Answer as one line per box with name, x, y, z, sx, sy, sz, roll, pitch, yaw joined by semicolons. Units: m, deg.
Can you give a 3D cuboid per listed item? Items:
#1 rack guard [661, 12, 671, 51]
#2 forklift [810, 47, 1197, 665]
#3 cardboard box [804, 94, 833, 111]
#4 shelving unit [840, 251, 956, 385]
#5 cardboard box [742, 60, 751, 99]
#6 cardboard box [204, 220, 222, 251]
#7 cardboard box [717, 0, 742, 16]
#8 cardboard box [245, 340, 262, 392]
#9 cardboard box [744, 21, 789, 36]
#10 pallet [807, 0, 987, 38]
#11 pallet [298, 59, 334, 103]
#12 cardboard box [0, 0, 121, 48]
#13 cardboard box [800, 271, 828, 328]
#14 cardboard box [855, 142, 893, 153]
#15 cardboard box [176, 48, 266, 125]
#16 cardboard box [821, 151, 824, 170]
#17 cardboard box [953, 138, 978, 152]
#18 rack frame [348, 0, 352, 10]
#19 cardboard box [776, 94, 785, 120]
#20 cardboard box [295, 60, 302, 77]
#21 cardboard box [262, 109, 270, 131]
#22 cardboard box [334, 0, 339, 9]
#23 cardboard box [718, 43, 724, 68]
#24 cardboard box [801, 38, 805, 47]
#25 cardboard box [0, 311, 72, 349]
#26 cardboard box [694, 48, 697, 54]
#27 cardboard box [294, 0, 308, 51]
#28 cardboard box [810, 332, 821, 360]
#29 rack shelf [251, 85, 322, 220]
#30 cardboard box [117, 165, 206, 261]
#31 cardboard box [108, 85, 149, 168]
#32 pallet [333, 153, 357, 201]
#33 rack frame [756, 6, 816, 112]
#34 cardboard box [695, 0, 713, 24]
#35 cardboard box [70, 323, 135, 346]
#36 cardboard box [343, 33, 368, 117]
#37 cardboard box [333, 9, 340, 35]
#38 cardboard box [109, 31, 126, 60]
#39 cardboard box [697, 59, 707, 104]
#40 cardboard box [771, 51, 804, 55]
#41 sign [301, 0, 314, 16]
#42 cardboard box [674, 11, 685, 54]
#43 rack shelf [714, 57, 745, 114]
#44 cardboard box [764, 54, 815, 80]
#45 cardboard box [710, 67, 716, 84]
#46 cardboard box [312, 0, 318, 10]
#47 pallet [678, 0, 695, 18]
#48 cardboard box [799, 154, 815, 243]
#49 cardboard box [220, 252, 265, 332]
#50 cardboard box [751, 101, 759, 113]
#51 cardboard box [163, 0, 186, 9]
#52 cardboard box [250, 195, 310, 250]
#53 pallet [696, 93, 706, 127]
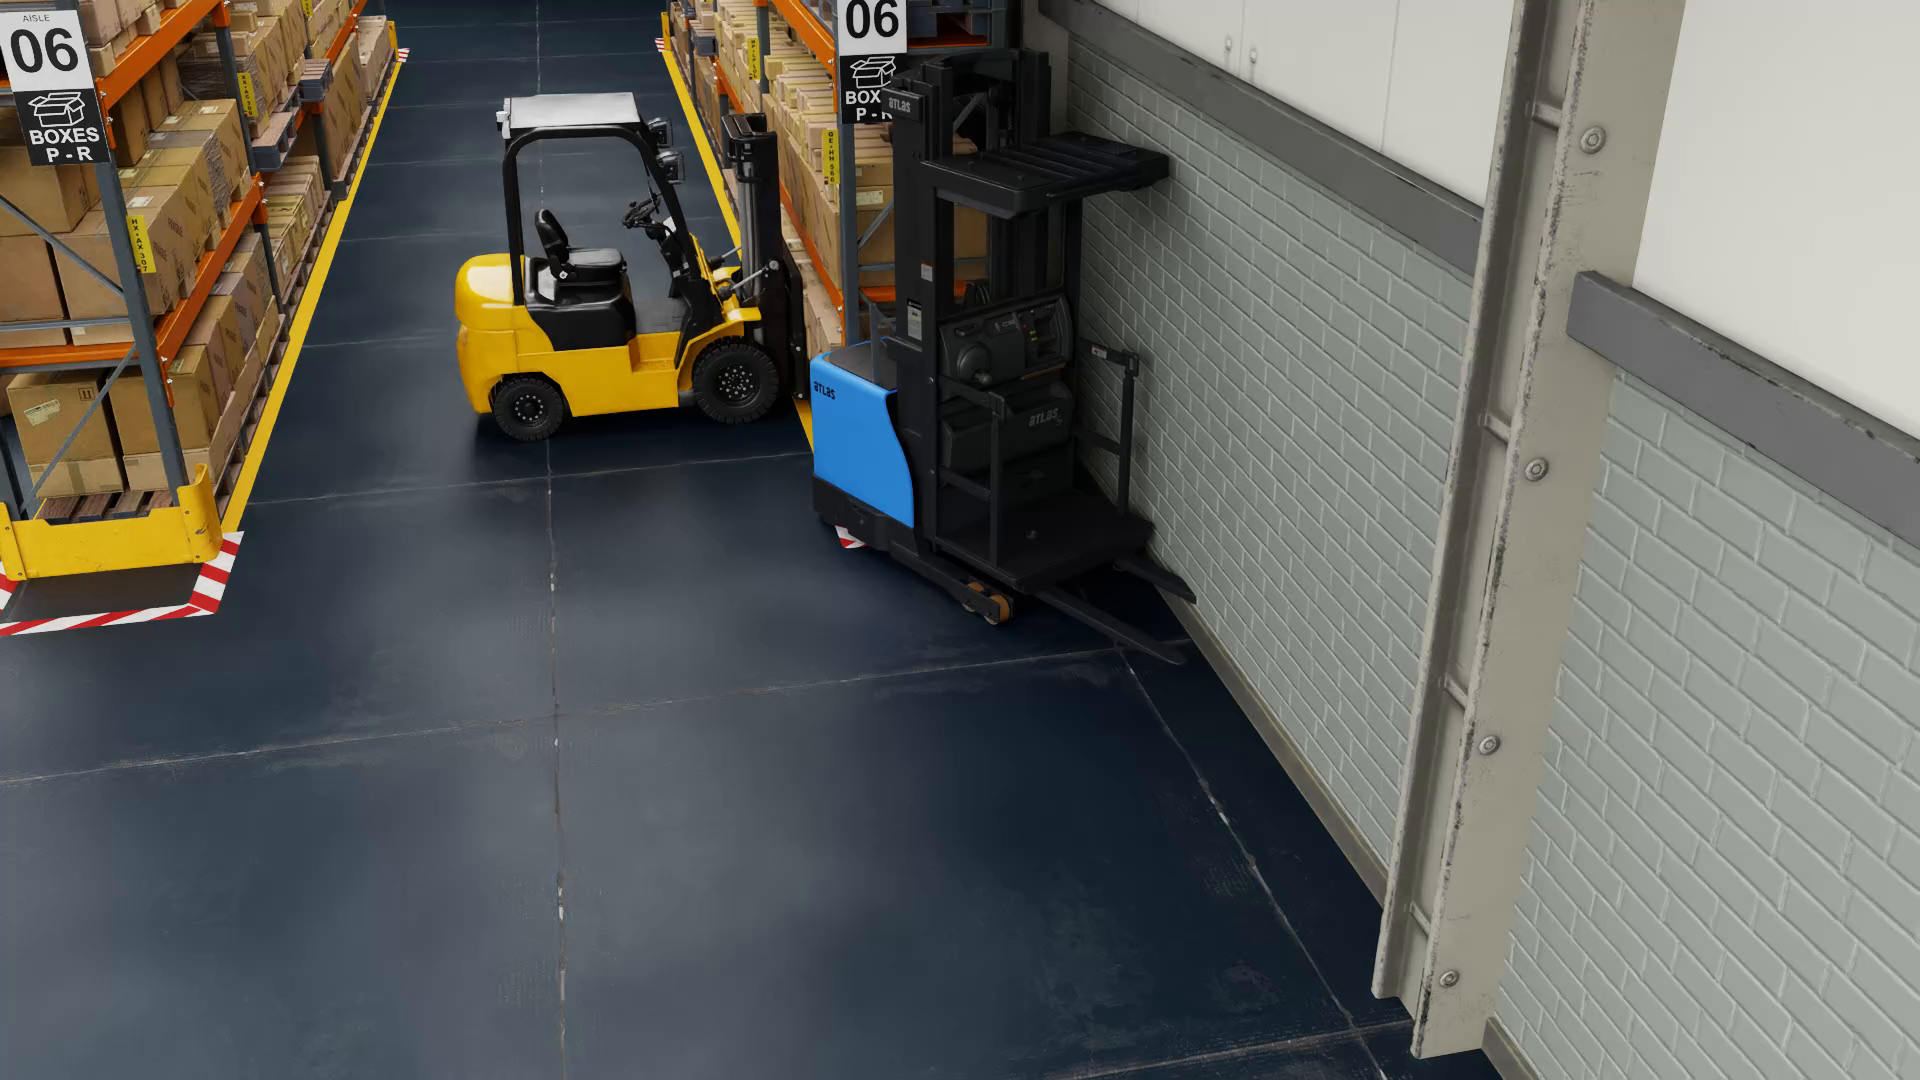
rack guard;-3.819;-7.576;24.704;1.175;0.500;0.348;-6;27;-12
forklift;0.403;-1.092;9.160;1.130;2.935;3.031;-21;33;-35
cardboard box;-0.908;-3.089;11.880;0.380;0.149;0.250;-6;27;-11
shelving unit;-0.367;-0.933;10.288;0.538;1.500;1.048;-7;28;-11
cardboard box;-1.615;-4.028;14.513;0.500;0.250;0.500;-7;28;-13
cardboard box;-5.244;-2.059;11.279;0.380;0.149;0.250;-6;27;-11
cardboard box;-2.249;-5.377;16.744;0.380;0.149;0.250;-5;27;-10
cardboard box;-5.332;-1.223;11.929;0.500;0.250;0.500;-6;27;-11
cardboard box;-1.795;-4.707;15.417;0.380;0.149;0.250;-6;27;-12
pallet;-0.365;-3.314;10.255;1.003;0.211;1.213;-6;27;-12
pallet;-6.604;-4.320;15.692;1.213;0.211;1.003;-6;27;-12
cardboard box;-4.919;-2.848;9.071;0.500;0.250;0.500;-6;27;-13
cardboard box;-0.882;-1.722;11.808;0.500;0.250;0.500;-6;27;-11
cardboard box;-0.602;-2.409;10.533;0.380;0.149;0.250;-6;27;-12
cardboard box;-5.793;-3.551;13.049;0.500;0.500;0.500;-5;27;-10
cardboard box;-0.712;-2.498;11.040;0.380;0.149;0.250;-6;27;-12
cardboard box;-0.097;-2.460;10.634;0.380;0.149;0.250;-5;27;-10
rack frame;-7.770;-6.463;19.726;1.000;3.000;0.127;-6;27;-12
cardboard box;-1.187;-3.284;12.596;0.380;0.149;0.250;-5;27;-10
cardboard box;-6.285;-4.335;15.322;0.380;0.149;0.250;-7;28;-14
cardboard box;-5.832;-3.412;13.493;0.380;0.149;0.250;-5;27;-11
cardboard box;-7.191;-6.005;18.430;0.500;0.250;0.500;-5;27;-10
cardboard box;-2.172;-4.926;16.848;0.500;0.250;0.500;-6;27;-11
cardboard box;-1.238;-4.532;15.070;0.380;0.149;0.250;-6;27;-12
cardboard box;-5.358;-1.226;9.628;0.380;0.149;0.250;-5;27;-10
cardboard box;-3.113;-6.146;20.685;0.380;0.149;0.250;-5;27;-9
cardboard box;-6.495;-4.901;15.724;0.500;0.500;0.500;-7;28;-13
cardboard box;-0.747;-1.287;11.502;0.500;0.250;0.500;-6;27;-12
rack shelf;-6.418;-3.508;14.670;1.077;0.370;4.000;-6;27;-12
cardboard box;-5.138;-2.059;10.560;0.500;0.500;0.500;-6;27;-13
cardboard box;-5.693;-2.691;10.701;0.700;0.500;0.500;-6;27;-12
pallet;-6.973;-3.816;17.576;1.003;0.211;1.213;-6;27;-12
rack frame;-1.132;-3.457;13.770;1.000;3.000;0.127;-6;27;-12
cardboard box;-2.587;-5.764;18.041;0.500;0.250;0.500;-7;28;-14
cardboard box;-4.941;-1.253;9.683;0.380;0.149;0.250;-6;27;-11
cardboard box;-7.552;-5.438;19.587;0.875;0.875;0.875;-5;27;-10
cardboard box;-7.215;-5.778;18.535;0.500;0.250;0.500;-7;28;-13
cardboard box;-4.997;-2.827;9.471;0.380;0.149;0.250;-5;27;-10
cardboard box;-2.916;-5.573;20.270;0.500;0.500;0.500;-6;27;-12
cardboard box;-1.501;-4.030;14.075;0.380;0.149;0.250;-6;27;-12
sign;-6.342;-5.248;16.122;0.100;0.325;0.005;-6;27;-12
cardboard box;-3.636;-7.139;23.373;0.700;0.500;0.500;-5;27;-9
rack shelf;-1.583;-4.014;15.672;1.077;0.370;4.000;-6;27;-12
cardboard box;-1.349;-3.754;13.197;0.380;0.149;0.250;-5;27;-11
cardboard box;-2.663;-5.350;19.109;0.380;0.149;0.250;-7;28;-14
cardboard box;-6.863;-5.656;16.907;0.500;0.500;0.500;-6;27;-11
pallet;-2.861;-6.521;20.054;1.003;0.211;1.213;-6;27;-12
cardboard box;-0.821;-2.389;11.542;0.500;0.500;0.500;-6;27;-13
cardboard box;-5.456;-1.790;12.222;0.500;0.500;0.500;-5;27;-11
cardboard box;-1.500;-3.585;14.190;0.500;0.250;0.500;-5;27;-10
cardboard box;-5.381;-3.617;11.038;0.380;0.149;0.250;-5;27;-10
cardboard box;-6.411;-2.816;14.950;0.950;0.372;0.625;-5;27;-10
pallet;-2.715;-5.371;20.657;1.003;0.211;1.213;-6;27;-12
